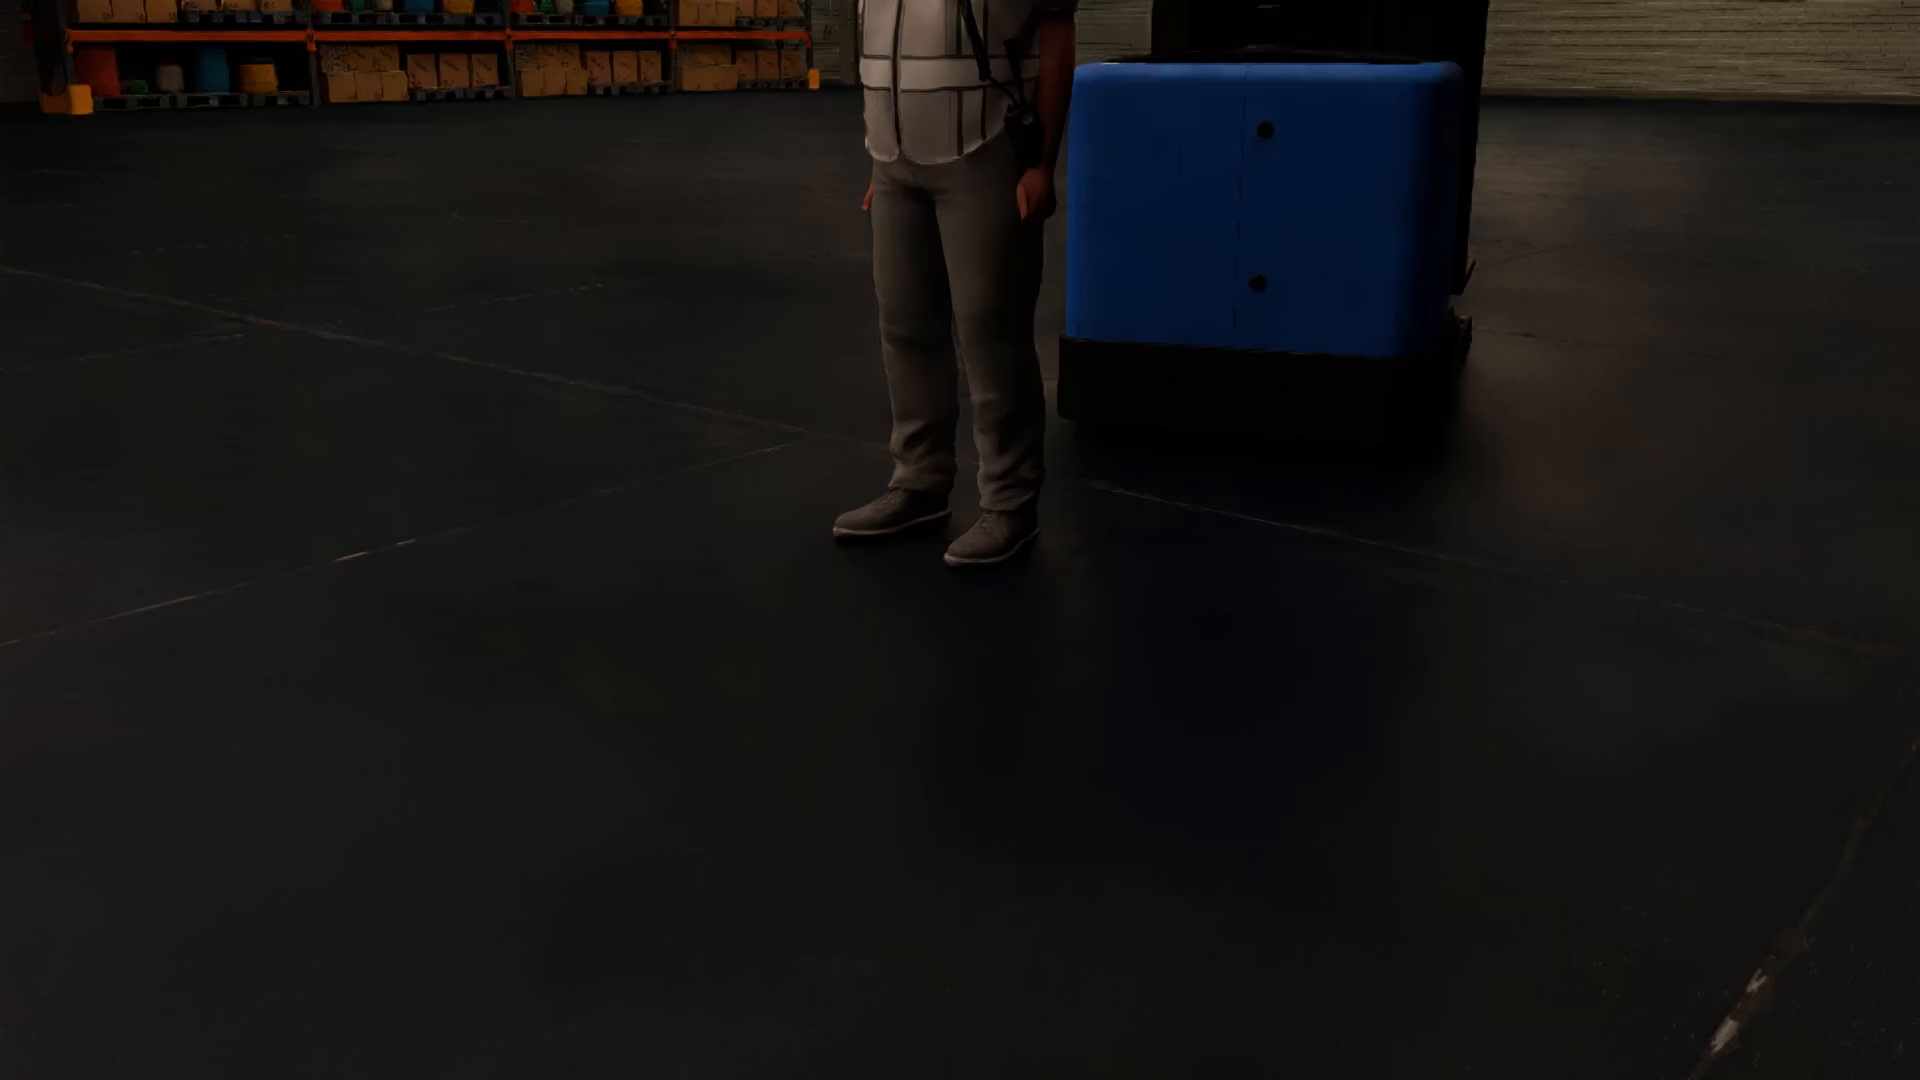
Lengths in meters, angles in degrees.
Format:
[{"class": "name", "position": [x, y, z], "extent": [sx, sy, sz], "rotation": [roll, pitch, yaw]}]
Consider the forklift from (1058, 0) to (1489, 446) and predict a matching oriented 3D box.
[{"class": "forklift", "position": [1.261, -2.049, 5.645], "extent": [1.130, 2.935, 3.031], "rotation": [6, 18, 19]}]

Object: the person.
[{"class": "person", "position": [-0.010, -0.843, 3.673], "extent": [0.523, 1.773, 0.396], "rotation": [13, 21, 37]}]
